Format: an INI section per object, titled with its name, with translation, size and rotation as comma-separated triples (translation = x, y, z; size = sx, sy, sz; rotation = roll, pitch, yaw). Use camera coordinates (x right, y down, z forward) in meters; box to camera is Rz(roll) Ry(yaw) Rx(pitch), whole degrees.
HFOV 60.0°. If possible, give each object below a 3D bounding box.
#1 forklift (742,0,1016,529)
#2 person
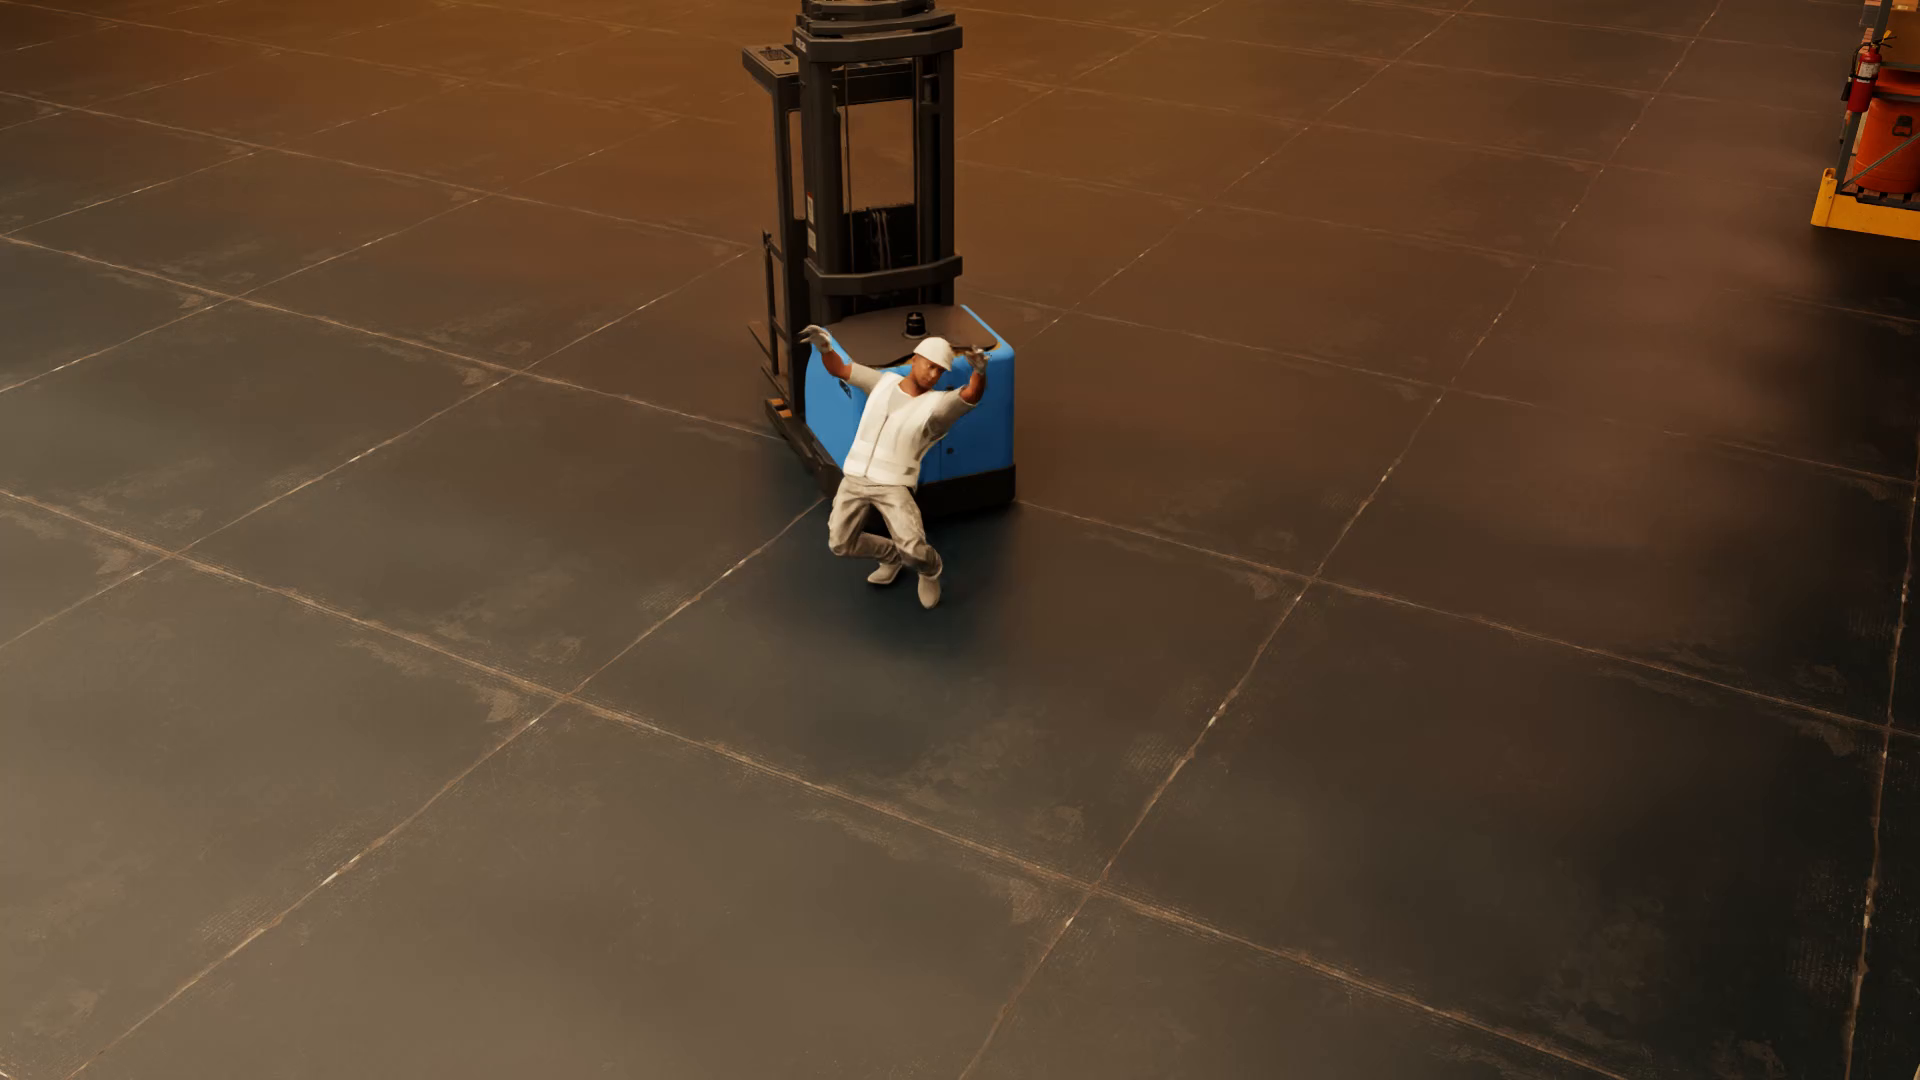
[forklift]
translation = -0.687, -2.055, 10.632
size = 1.130, 2.935, 3.031
rotation = -12, 32, -19
[person]
translation = -0.273, -0.406, 9.068
size = 0.994, 1.649, 0.771
rotation = 16, 34, 26
